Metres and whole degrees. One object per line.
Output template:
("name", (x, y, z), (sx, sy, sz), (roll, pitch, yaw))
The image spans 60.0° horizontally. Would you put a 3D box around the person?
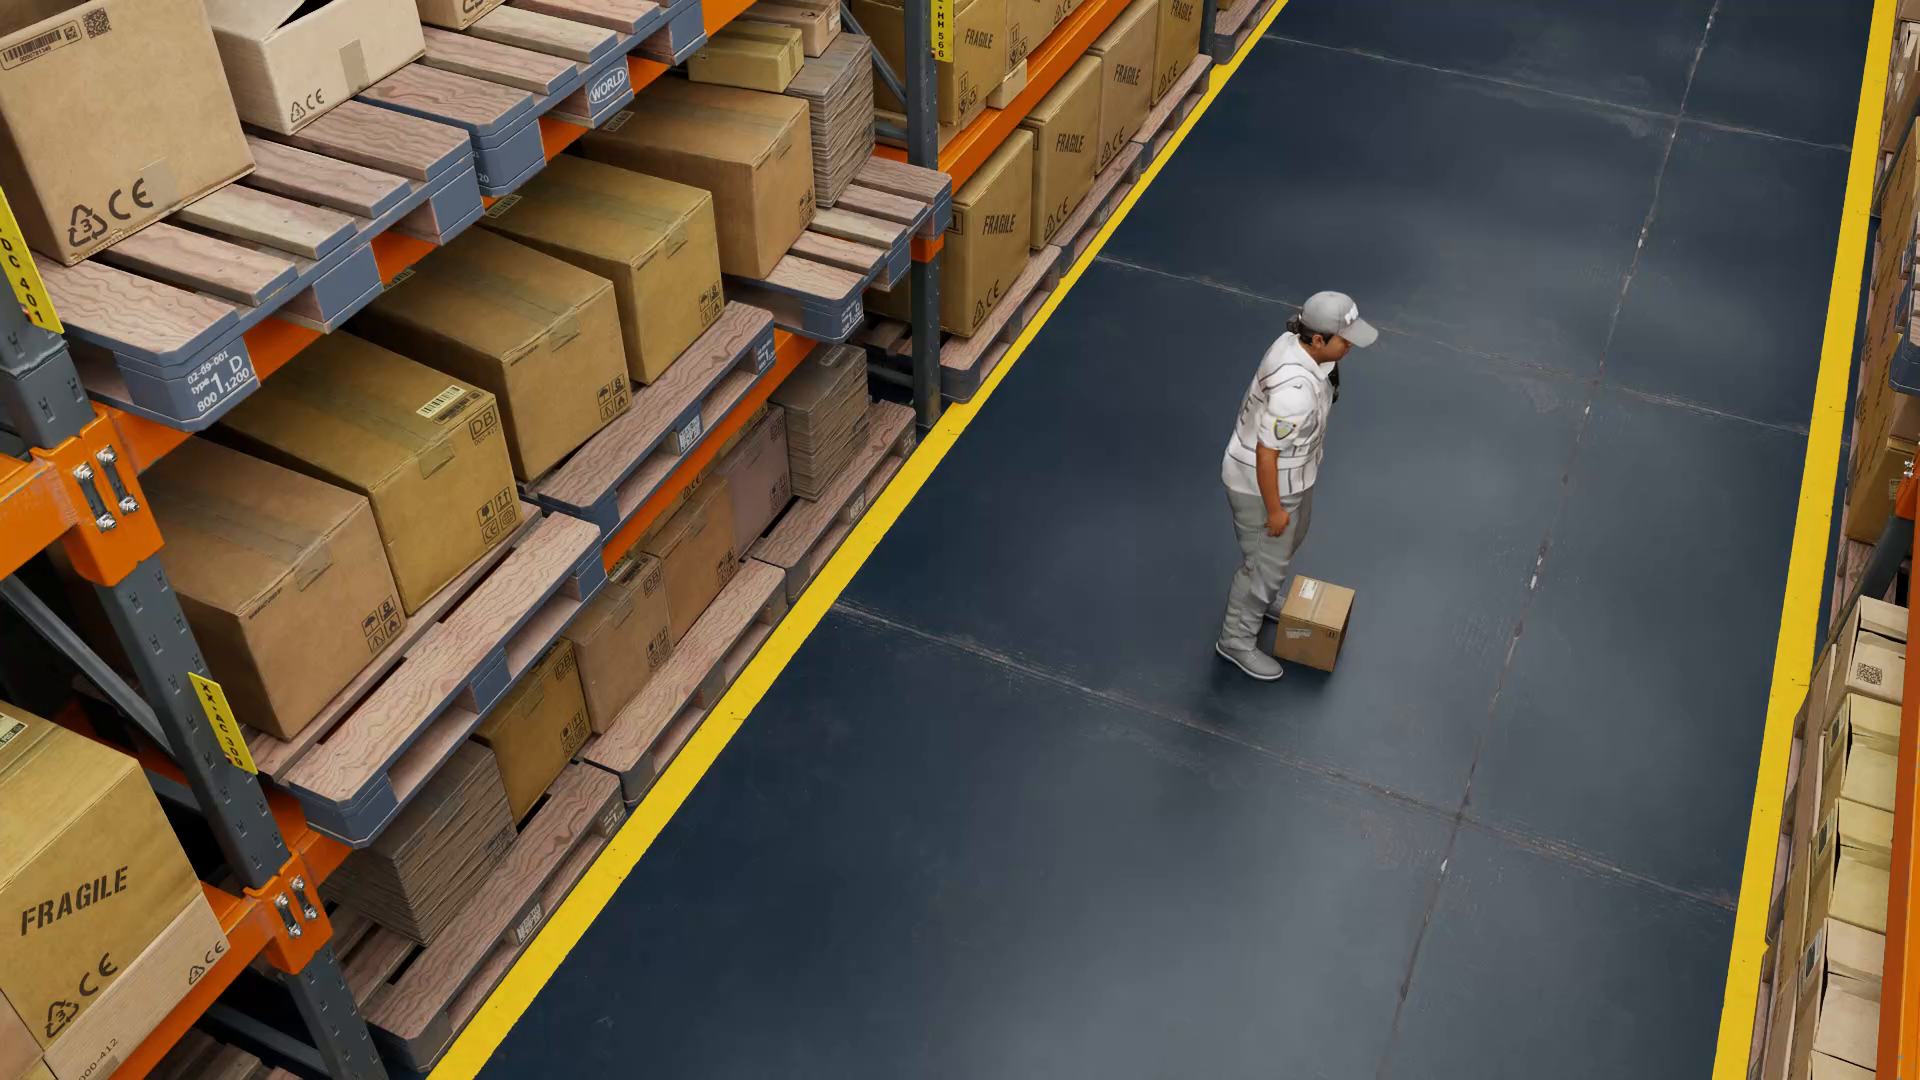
("person", (1.252, -0.238, 6.417), (0.468, 1.666, 0.564), (15, 44, 16))
